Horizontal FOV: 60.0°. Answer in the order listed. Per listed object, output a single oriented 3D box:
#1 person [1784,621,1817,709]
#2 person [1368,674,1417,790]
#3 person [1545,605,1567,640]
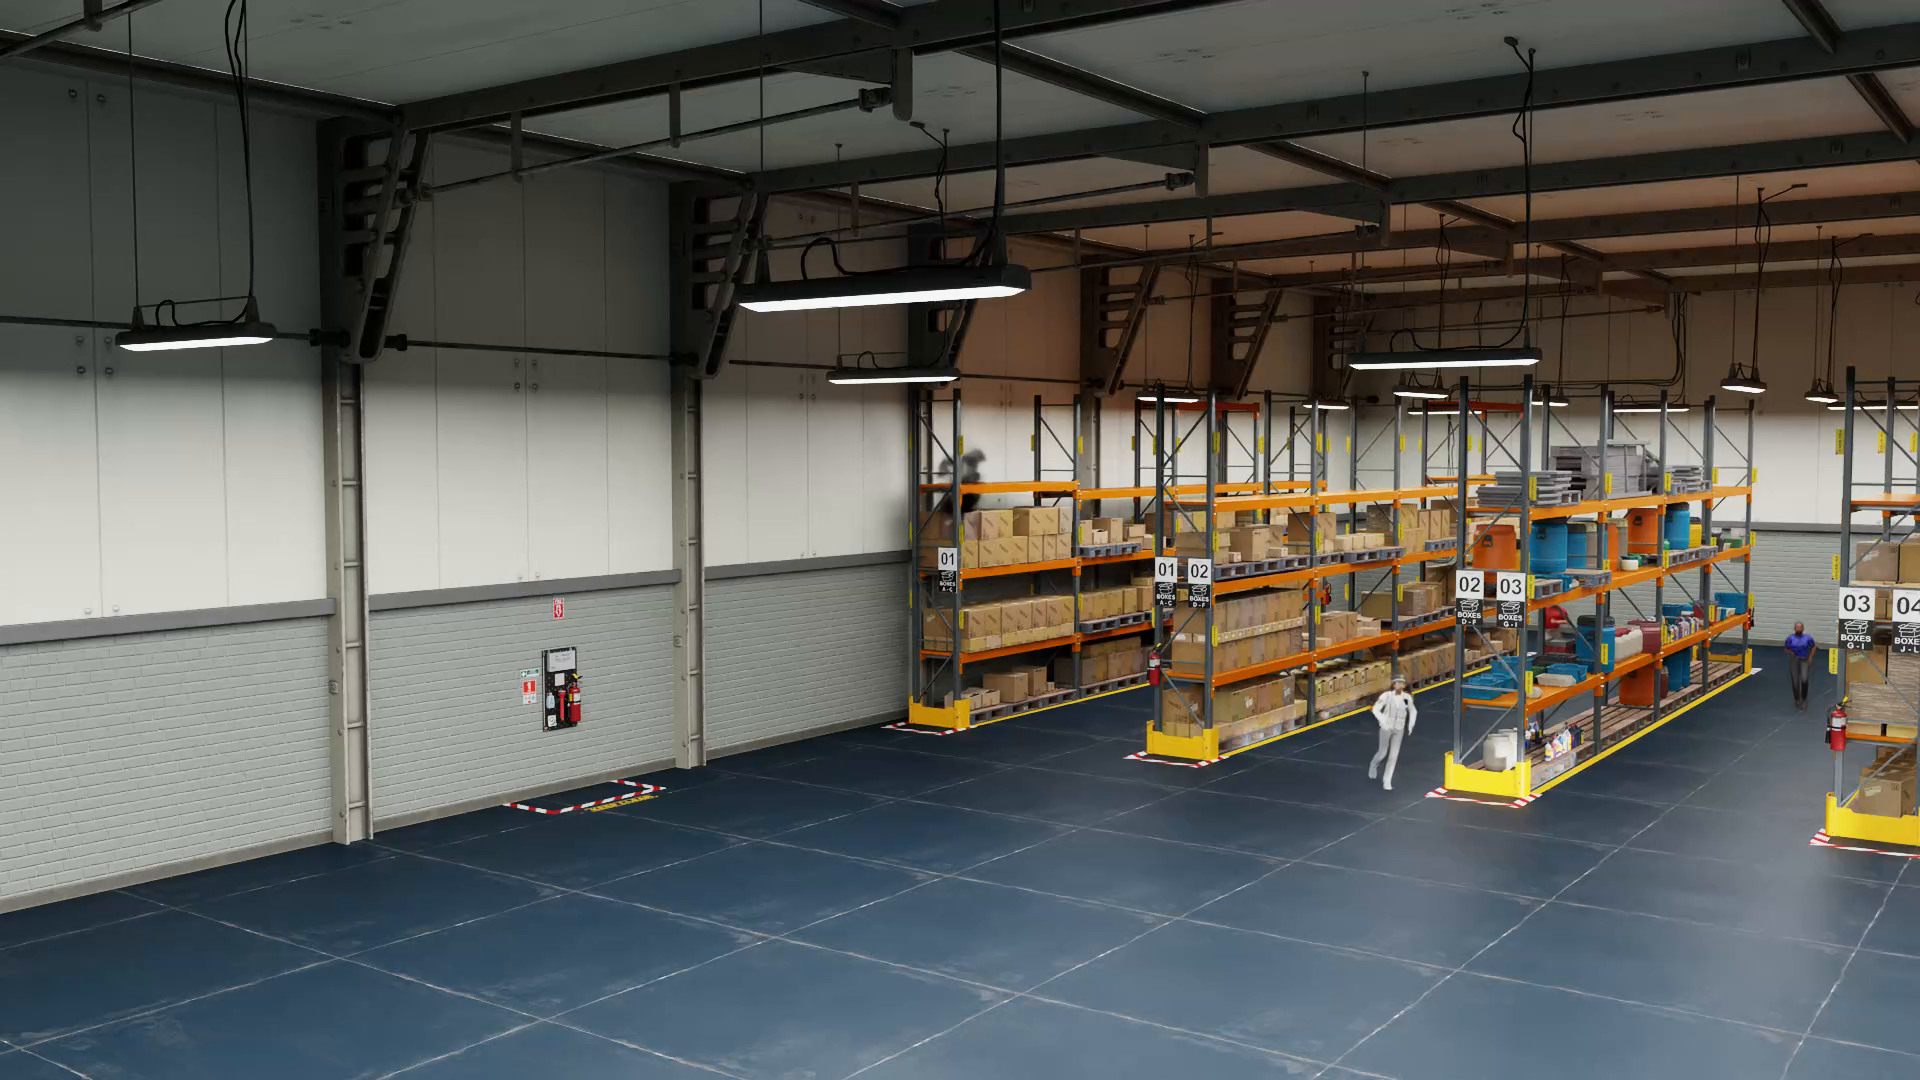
[{"bbox_3d":[15.984,2.384,31.659,0.548,1.662,0.681,2,4,29],"label":"person"},{"bbox_3d":[6.393,2.782,24.430,0.656,1.661,0.732,0,3,2],"label":"person"},{"bbox_3d":[12.888,2.085,36.189,0.630,1.799,0.844,2,4,27],"label":"person"}]
